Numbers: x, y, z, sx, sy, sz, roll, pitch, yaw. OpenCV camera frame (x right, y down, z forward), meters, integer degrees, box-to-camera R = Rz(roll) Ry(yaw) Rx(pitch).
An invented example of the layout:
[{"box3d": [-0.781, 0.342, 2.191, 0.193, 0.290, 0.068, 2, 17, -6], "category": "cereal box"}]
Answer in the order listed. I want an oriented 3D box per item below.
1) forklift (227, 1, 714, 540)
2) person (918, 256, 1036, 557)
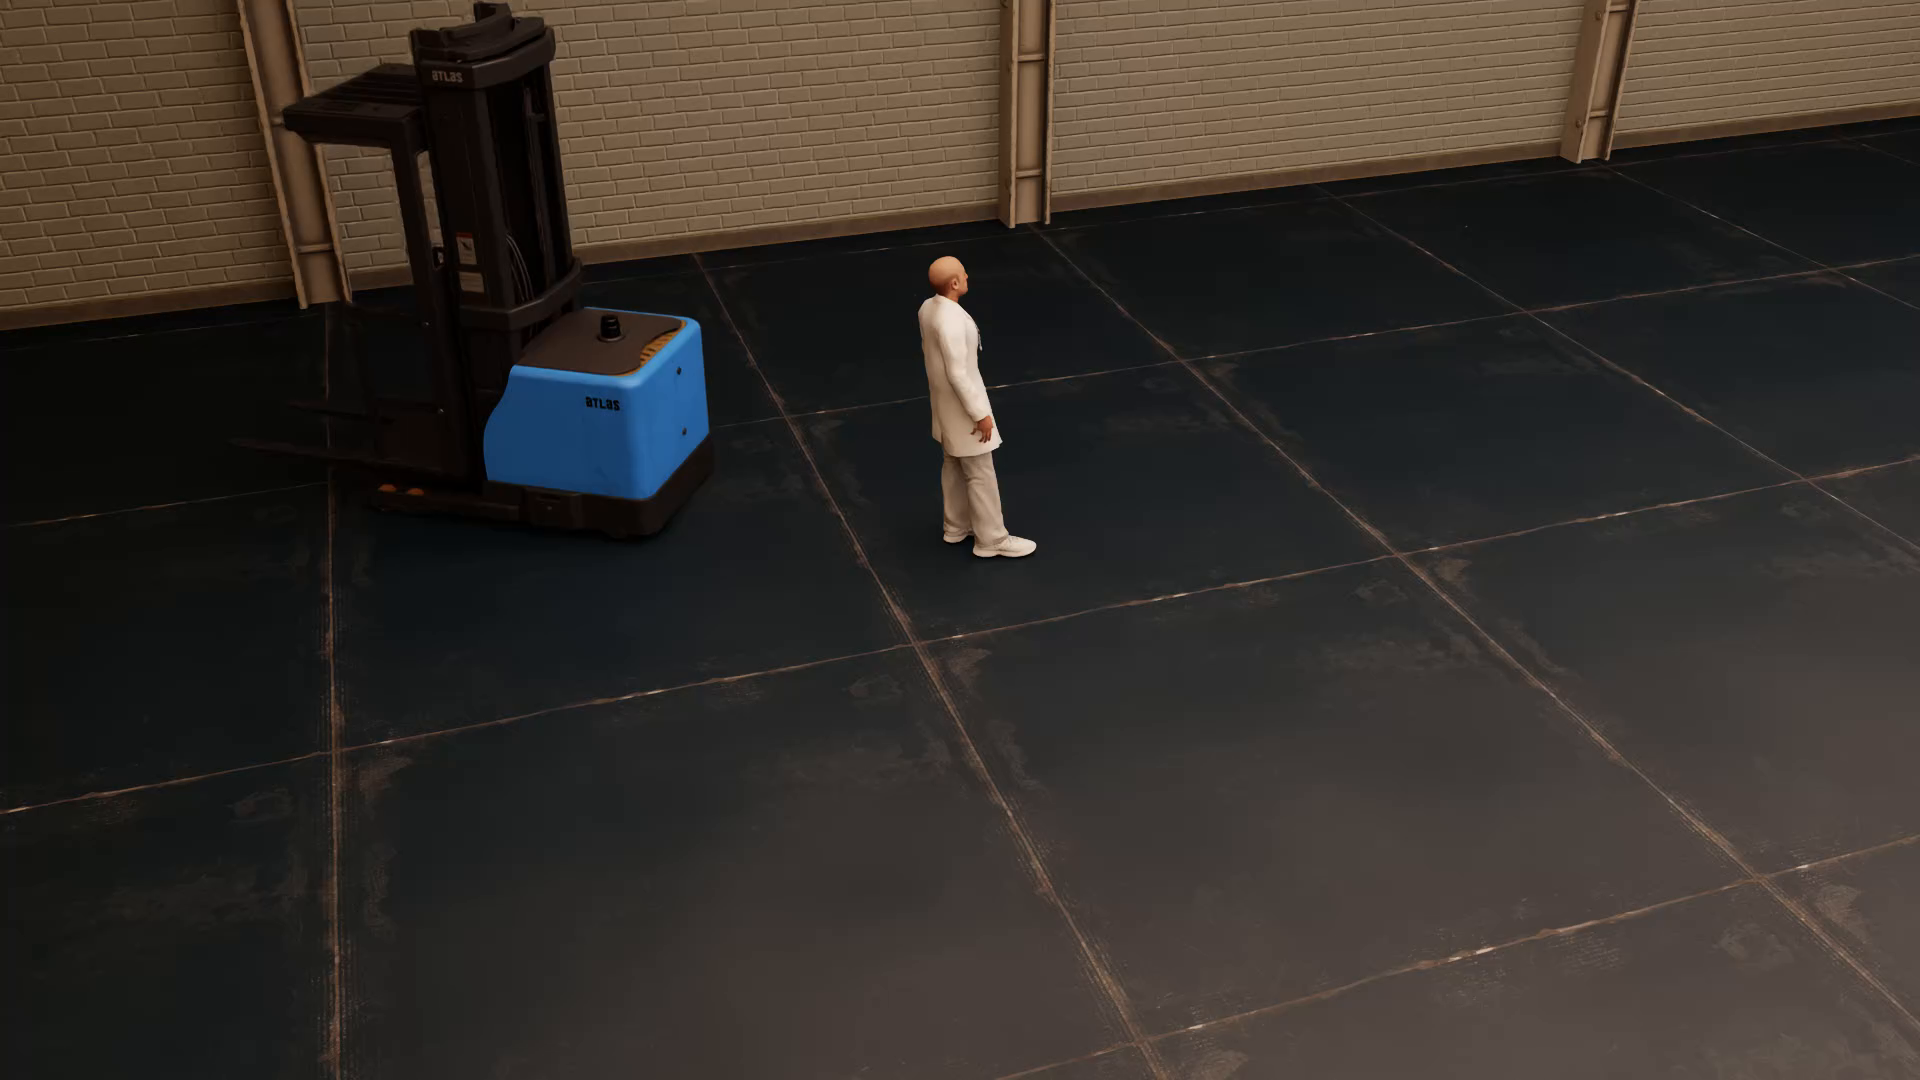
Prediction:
[{"box3d": [-3.158, -1.667, 9.984, 3.031, 2.935, 1.130, 8, 31, 13], "category": "forklift"}, {"box3d": [0.087, -0.789, 9.600, 0.581, 1.775, 0.696, -10, 31, -16], "category": "person"}]
